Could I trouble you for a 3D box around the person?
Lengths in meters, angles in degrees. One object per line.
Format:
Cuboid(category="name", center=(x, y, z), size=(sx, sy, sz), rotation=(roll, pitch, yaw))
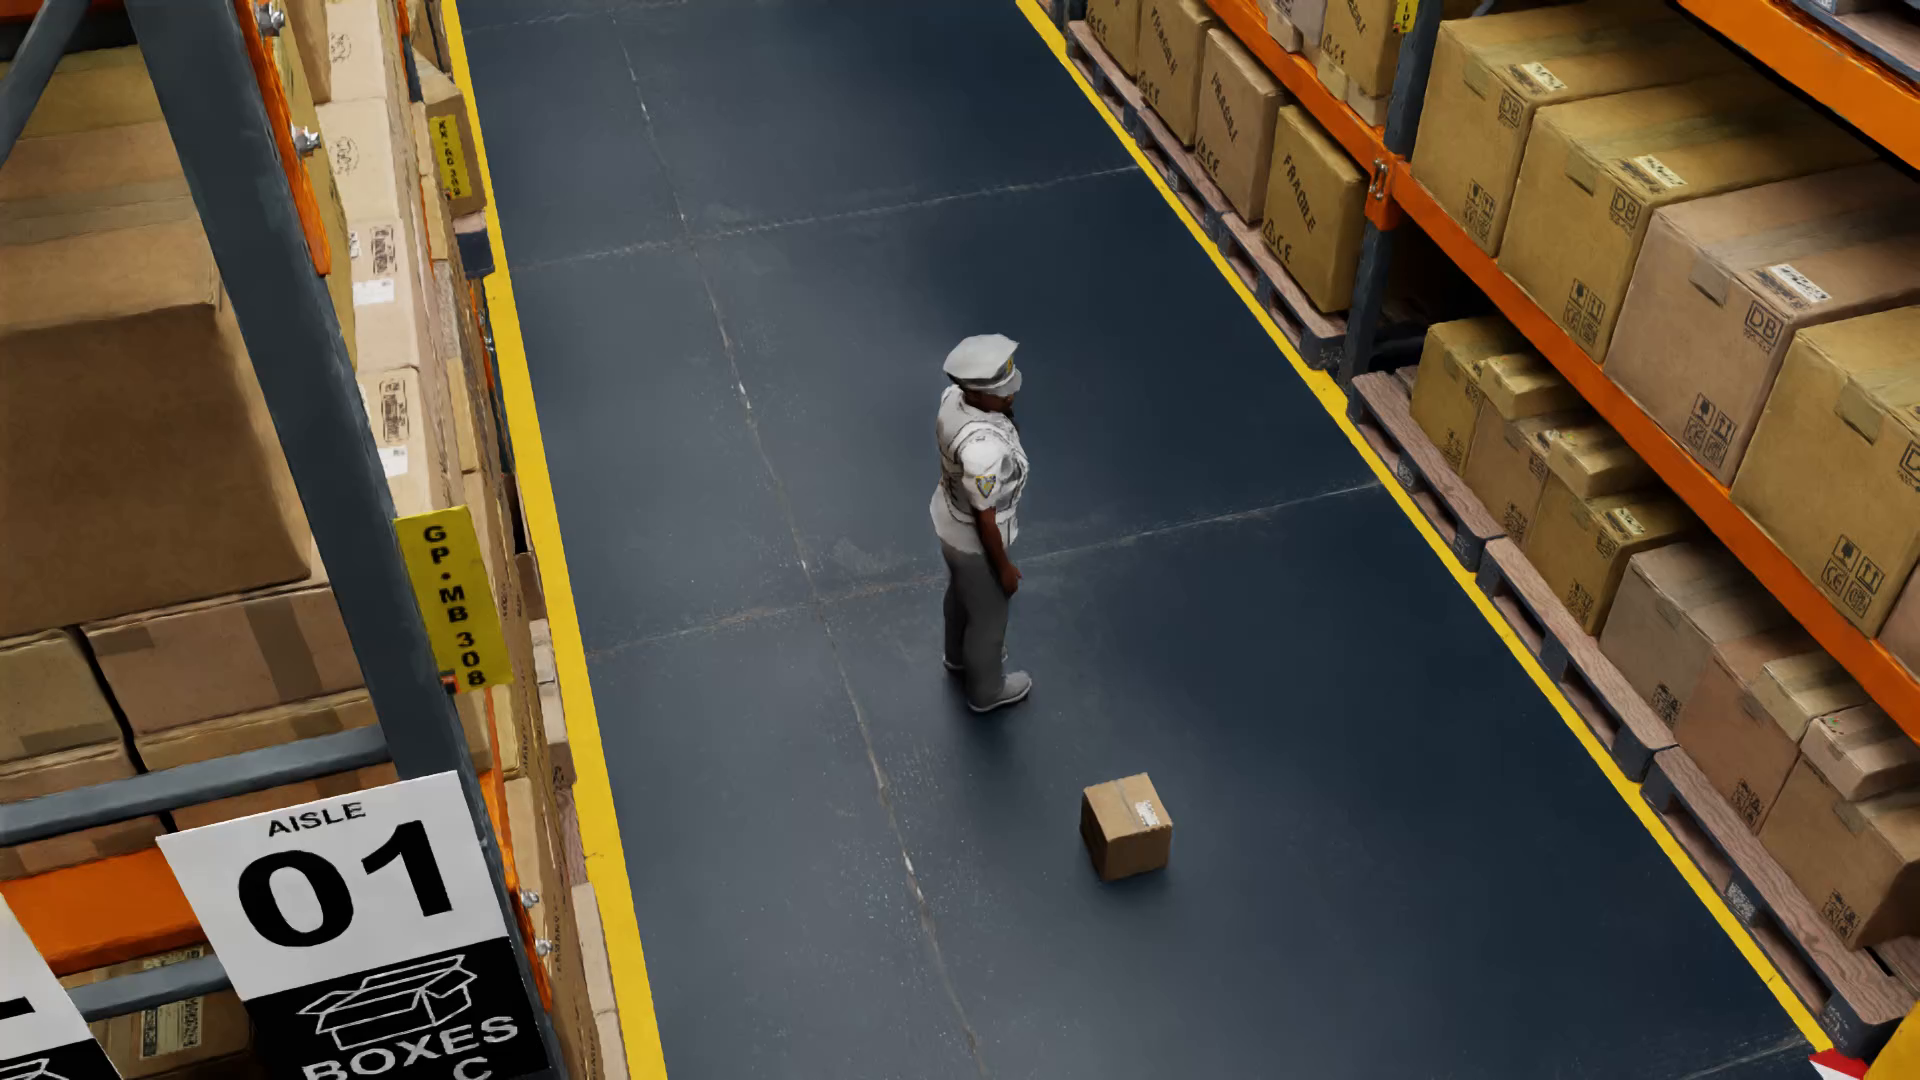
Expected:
Cuboid(category="person", center=(0.089, -0.027, 6.176), size=(0.388, 1.715, 0.500), rotation=(-7, 43, -8))
